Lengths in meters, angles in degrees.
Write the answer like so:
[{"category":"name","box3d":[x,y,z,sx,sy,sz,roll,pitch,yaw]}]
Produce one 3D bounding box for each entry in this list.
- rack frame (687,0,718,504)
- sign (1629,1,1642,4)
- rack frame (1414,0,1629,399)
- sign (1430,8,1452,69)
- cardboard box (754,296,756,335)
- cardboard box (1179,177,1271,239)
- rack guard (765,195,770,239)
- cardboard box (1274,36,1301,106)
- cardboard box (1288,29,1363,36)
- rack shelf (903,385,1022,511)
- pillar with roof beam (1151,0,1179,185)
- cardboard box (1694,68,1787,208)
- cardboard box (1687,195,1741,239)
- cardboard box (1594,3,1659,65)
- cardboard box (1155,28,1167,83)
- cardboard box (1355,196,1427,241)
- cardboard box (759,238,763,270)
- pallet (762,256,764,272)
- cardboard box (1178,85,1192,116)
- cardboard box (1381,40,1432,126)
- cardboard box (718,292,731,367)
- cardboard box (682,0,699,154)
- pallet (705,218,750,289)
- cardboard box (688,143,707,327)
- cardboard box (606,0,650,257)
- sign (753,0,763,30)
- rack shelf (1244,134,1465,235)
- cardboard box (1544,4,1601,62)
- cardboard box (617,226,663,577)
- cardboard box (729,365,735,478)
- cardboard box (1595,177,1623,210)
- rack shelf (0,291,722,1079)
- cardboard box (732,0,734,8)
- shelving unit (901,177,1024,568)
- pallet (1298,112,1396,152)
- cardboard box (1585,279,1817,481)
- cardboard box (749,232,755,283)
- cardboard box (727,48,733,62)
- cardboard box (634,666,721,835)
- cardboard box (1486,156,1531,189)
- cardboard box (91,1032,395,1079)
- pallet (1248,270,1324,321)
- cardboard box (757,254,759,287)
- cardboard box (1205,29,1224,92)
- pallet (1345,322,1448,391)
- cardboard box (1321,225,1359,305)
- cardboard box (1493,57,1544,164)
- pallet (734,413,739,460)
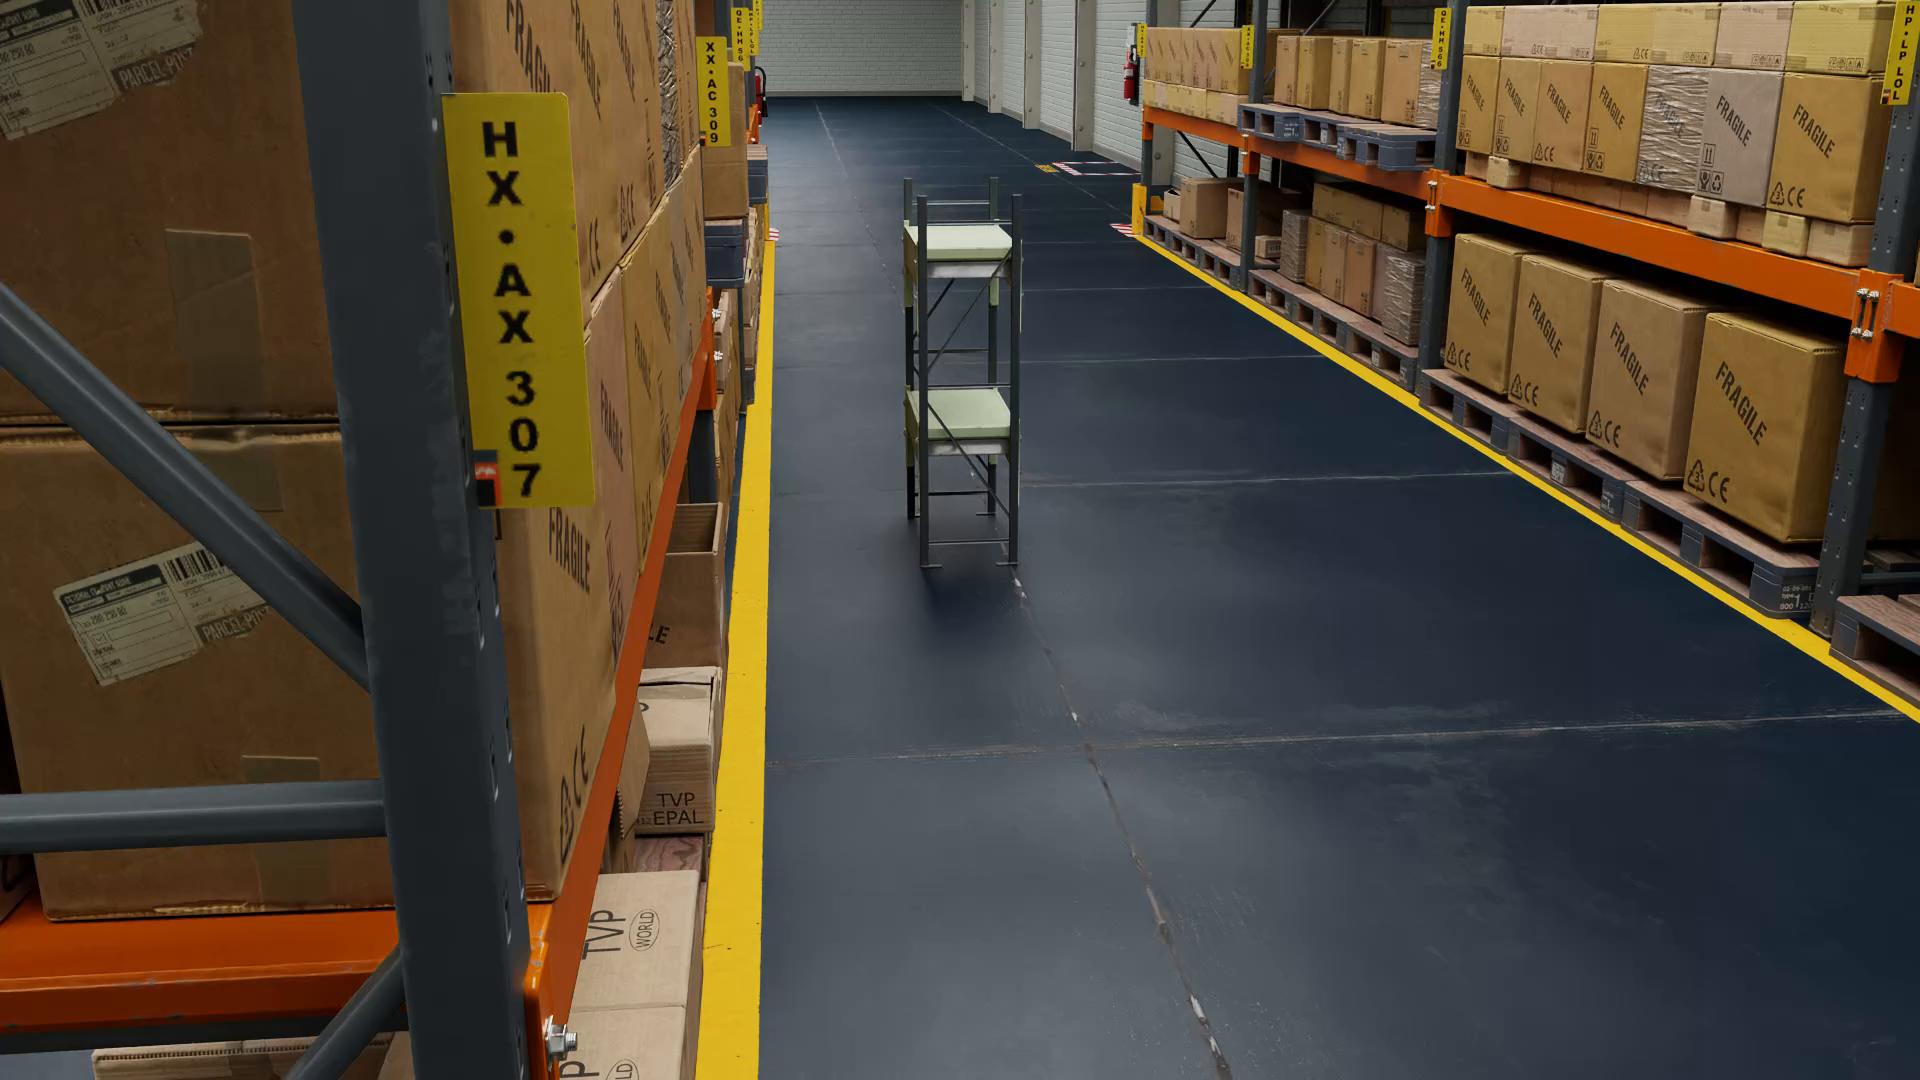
[{"category":"rack frame","box3d":[-1.300,-0.944,5.177,1.000,3.000,0.127,-2,18,-6]},{"category":"sign","box3d":[3.766,-2.861,9.348,0.100,0.325,0.005,-2,18,-6]},{"category":"rack frame","box3d":[3.214,-2.290,9.464,1.000,3.000,0.127,-2,18,-6]},{"category":"sign","box3d":[2.675,-2.785,9.240,0.100,0.325,0.005,-2,18,-6]},{"category":"cardboard box","box3d":[-1.587,-1.494,10.818,0.500,0.250,0.500,-2,18,-7]},{"category":"cardboard box","box3d":[2.456,-3.092,15.457,0.700,0.500,0.500,-3,18,-9]},{"category":"rack guard","box3d":[-2.540,-3.334,16.962,1.175,0.500,0.348,-2,18,-6]},{"category":"cardboard box","box3d":[2.820,-3.587,12.693,0.700,0.500,0.500,-2,18,-5]},{"category":"cardboard box","box3d":[2.961,-3.924,13.634,0.500,0.500,0.500,-2,18,-7]},{"category":"rack shelf","box3d":[-0.001,-0.407,7.056,0.431,0.370,0.720,-2,18,-6]},{"category":"pillar with roof beam","box3d":[-1.579,-9.009,20.849,9.100,9.000,0.400,-2,18,-6]},{"category":"cardboard box","box3d":[3.266,-1.579,6.502,0.500,0.500,0.500,-2,18,-5]},{"category":"cardboard box","box3d":[3.193,-1.310,6.728,0.380,0.149,0.250,-2,18,-6]},{"category":"cardboard box","box3d":[3.175,-2.243,7.365,0.500,0.250,0.500,-2,18,-7]},{"category":"cardboard box","box3d":[2.180,-4.670,16.010,0.500,0.500,0.500,-2,18,-5]},{"category":"cardboard box","box3d":[3.034,-2.203,11.373,0.500,0.250,0.500,-2,18,-6]},{"category":"cardboard box","box3d":[-1.871,-2.364,13.588,0.500,0.250,0.500,-2,18,-6]},{"category":"pallet","box3d":[-2.295,-2.600,15.106,1.003,0.211,1.213,-2,18,-6]},{"category":"cardboard box","box3d":[2.288,-4.000,15.126,0.500,0.250,0.500,-2,18,-5]},{"category":"cardboard box","box3d":[3.071,-2.853,10.356,0.700,0.500,0.500,-3,18,-11]},{"category":"cardboard box","box3d":[-1.263,-0.918,7.281,0.500,0.250,0.500,-2,18,-7]},{"category":"cardboard box","box3d":[-0.990,-1.326,4.558,0.500,0.500,0.500,-2,18,-5]},{"category":"pallet","box3d":[-1.274,-1.094,5.975,1.003,0.211,1.213,-2,18,-6]},{"category":"cardboard box","box3d":[-0.993,-0.851,4.713,0.500,0.500,0.500,-1,17,-5]},{"category":"cardboard box","box3d":[-0.779,-0.722,2.634,0.500,0.500,0.500,-2,17,-5]},{"category":"sign","box3d":[-1.997,-5.198,16.396,0.100,0.325,0.005,-2,18,-6]},{"category":"rack shelf","box3d":[3.008,-2.543,11.470,1.077,0.370,4.000,-2,18,-6]},{"category":"cardboard box","box3d":[3.116,-2.395,7.849,0.500,0.250,0.500,-2,18,-5]},{"category":"cardboard box","box3d":[-0.778,-0.244,2.779,0.500,0.500,0.500,-2,18,-6]},{"category":"cardboard box","box3d":[-1.269,-0.572,7.428,0.500,0.500,0.500,-2,18,-8]},{"category":"cardboard box","box3d":[3.187,-1.618,7.709,0.380,0.149,0.250,-2,18,-5]},{"category":"rack shelf","box3d":[-1.094,-0.005,3.387,1.077,0.370,4.000,-2,18,-6]},{"category":"cardboard box","box3d":[-2.384,-4.724,14.884,0.700,0.500,0.500,-2,18,-5]},{"category":"shelving unit","box3d":[-0.001,-0.718,6.959,0.431,1.500,0.755,-2,18,-6]},{"category":"pallet","box3d":[2.969,-2.787,11.367,1.003,0.211,1.213,-2,18,-6]},{"category":"cardboard box","box3d":[3.336,-0.728,7.374,0.750,0.750,0.750,-1,17,-4]},{"category":"cardboard box","box3d":[-1.641,-1.919,11.234,0.500,0.311,0.500,-2,18,-6]},{"category":"cardboard box","box3d":[-1.536,-2.200,8.309,0.700,0.500,0.500,-8,19,-24]},{"category":"cardboard box","box3d":[-0.882,0.513,4.289,0.500,0.311,0.500,-2,18,-6]},{"category":"cardboard box","box3d":[2.978,-1.917,8.663,0.380,0.149,0.250,-1,17,-4]},{"category":"cardboard box","box3d":[-1.257,0.911,3.123,0.500,0.250,0.500,-2,18,-6]},{"category":"pallet","box3d":[2.883,-1.920,12.939,1.003,0.211,1.213,-2,18,-6]},{"category":"cardboard box","box3d":[-1.794,-2.102,12.753,0.500,0.250,0.500,-2,18,-6]},{"category":"cardboard box","box3d":[2.388,-4.057,14.058,0.500,0.500,0.500,-2,18,-6]},{"category":"pallet","box3d":[3.135,-1.193,10.623,1.003,0.211,1.213,-2,18,-6]},{"category":"cardboard box","box3d":[3.010,-1.975,11.898,0.700,0.500,0.500,-2,17,-5]},{"category":"cardboard box","box3d":[3.055,-2.180,8.417,0.500,0.500,0.500,-1,17,-4]},{"category":"pallet","box3d":[-1.673,-0.582,8.678,1.003,0.211,1.213,-2,18,-6]}]
